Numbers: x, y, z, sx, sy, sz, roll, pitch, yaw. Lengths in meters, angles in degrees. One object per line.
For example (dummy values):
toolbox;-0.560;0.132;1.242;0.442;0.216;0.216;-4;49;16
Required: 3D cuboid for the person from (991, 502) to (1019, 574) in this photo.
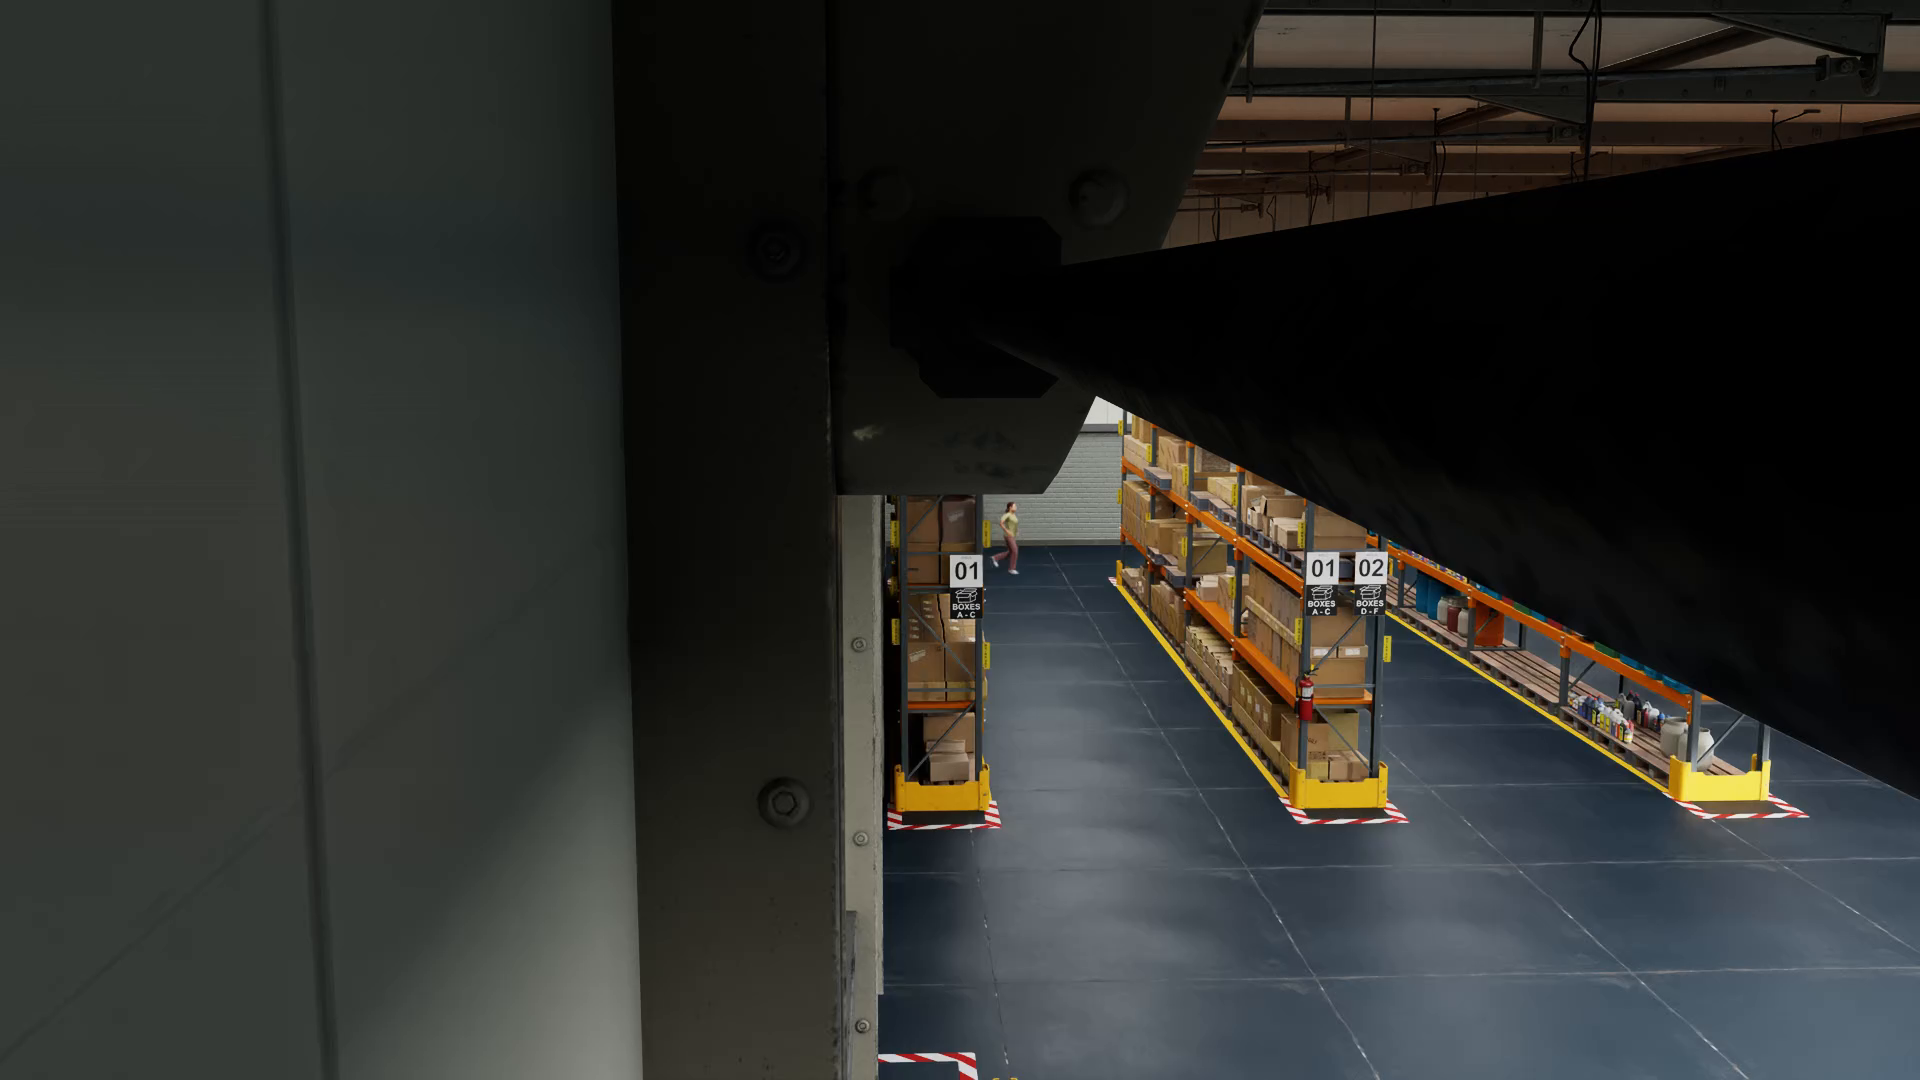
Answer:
person;1.098;-0.075;38.120;0.720;1.630;0.640;4;9;23
